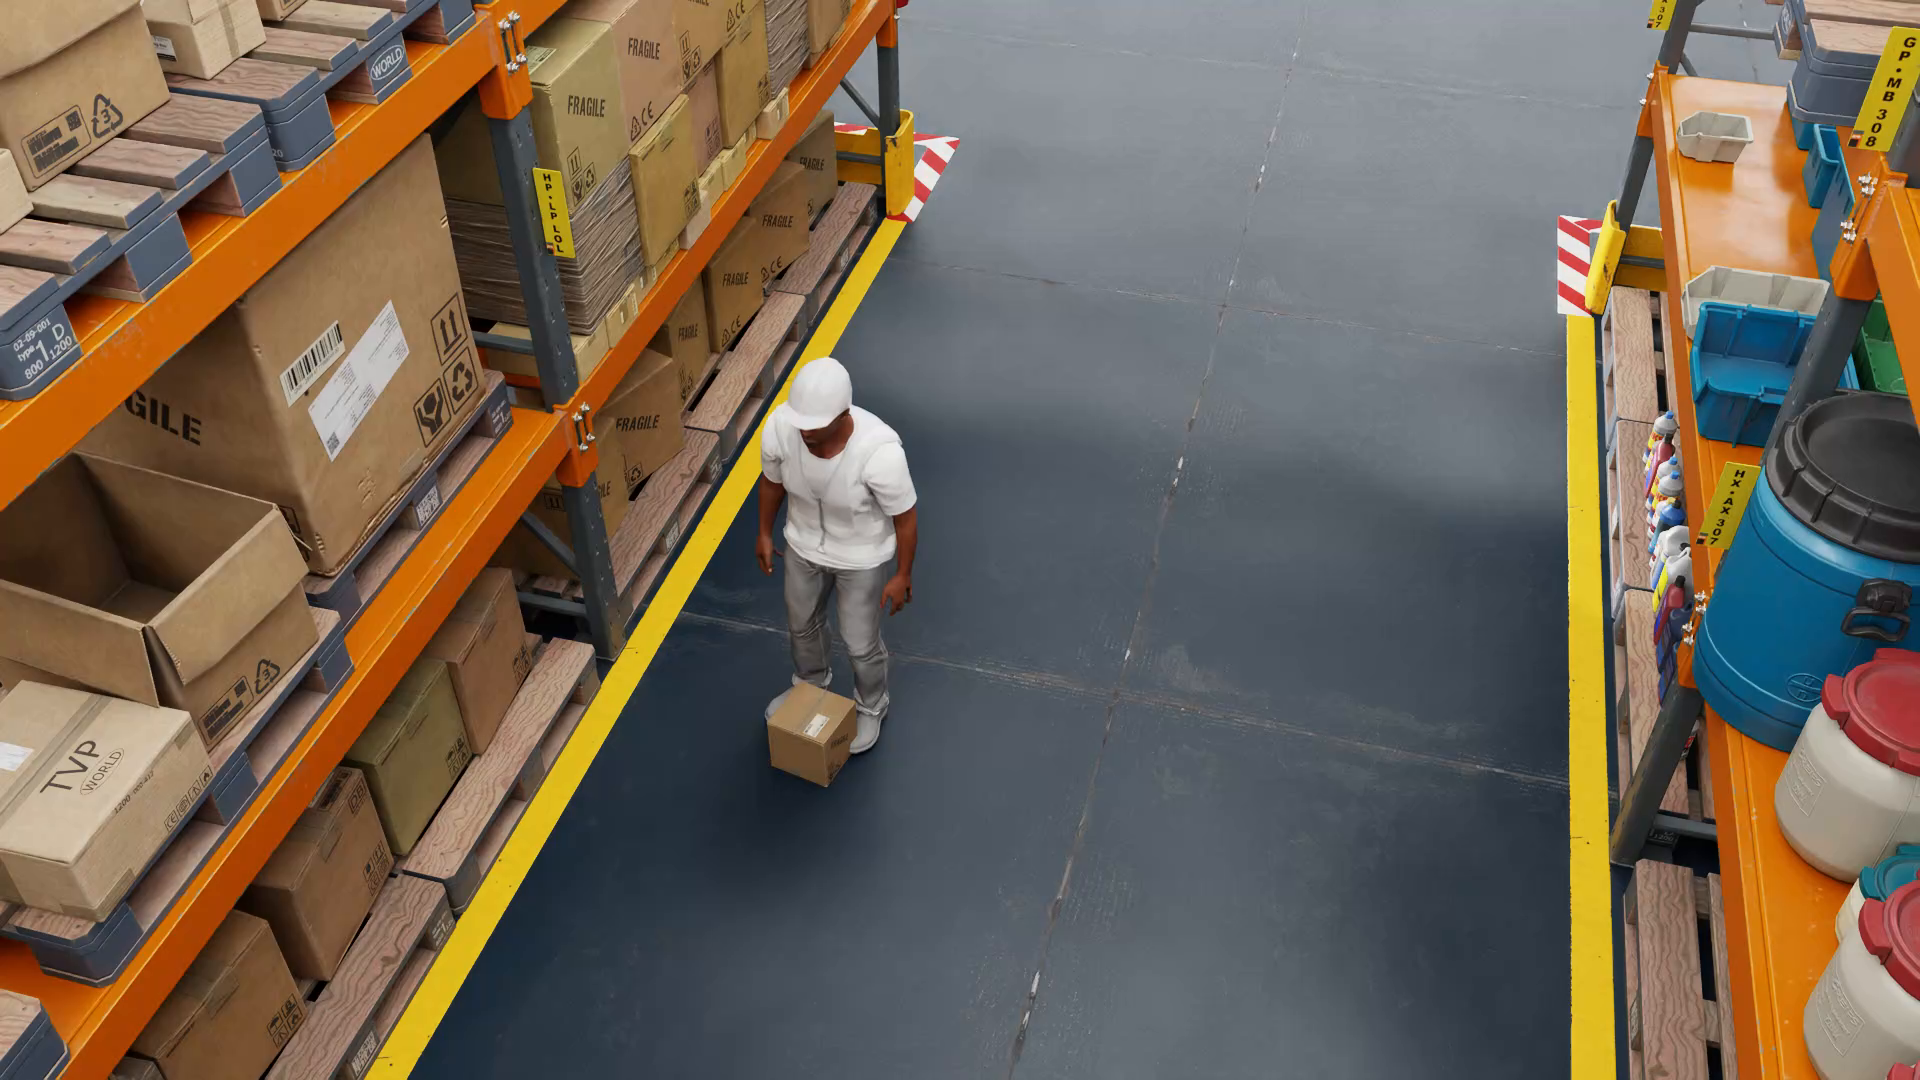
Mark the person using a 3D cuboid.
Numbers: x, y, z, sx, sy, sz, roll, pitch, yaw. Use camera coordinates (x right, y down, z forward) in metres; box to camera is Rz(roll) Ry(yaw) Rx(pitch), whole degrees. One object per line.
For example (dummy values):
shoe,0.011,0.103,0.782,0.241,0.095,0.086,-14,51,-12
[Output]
person,-0.460,0.049,6.088,0.635,1.760,0.455,17,44,19
